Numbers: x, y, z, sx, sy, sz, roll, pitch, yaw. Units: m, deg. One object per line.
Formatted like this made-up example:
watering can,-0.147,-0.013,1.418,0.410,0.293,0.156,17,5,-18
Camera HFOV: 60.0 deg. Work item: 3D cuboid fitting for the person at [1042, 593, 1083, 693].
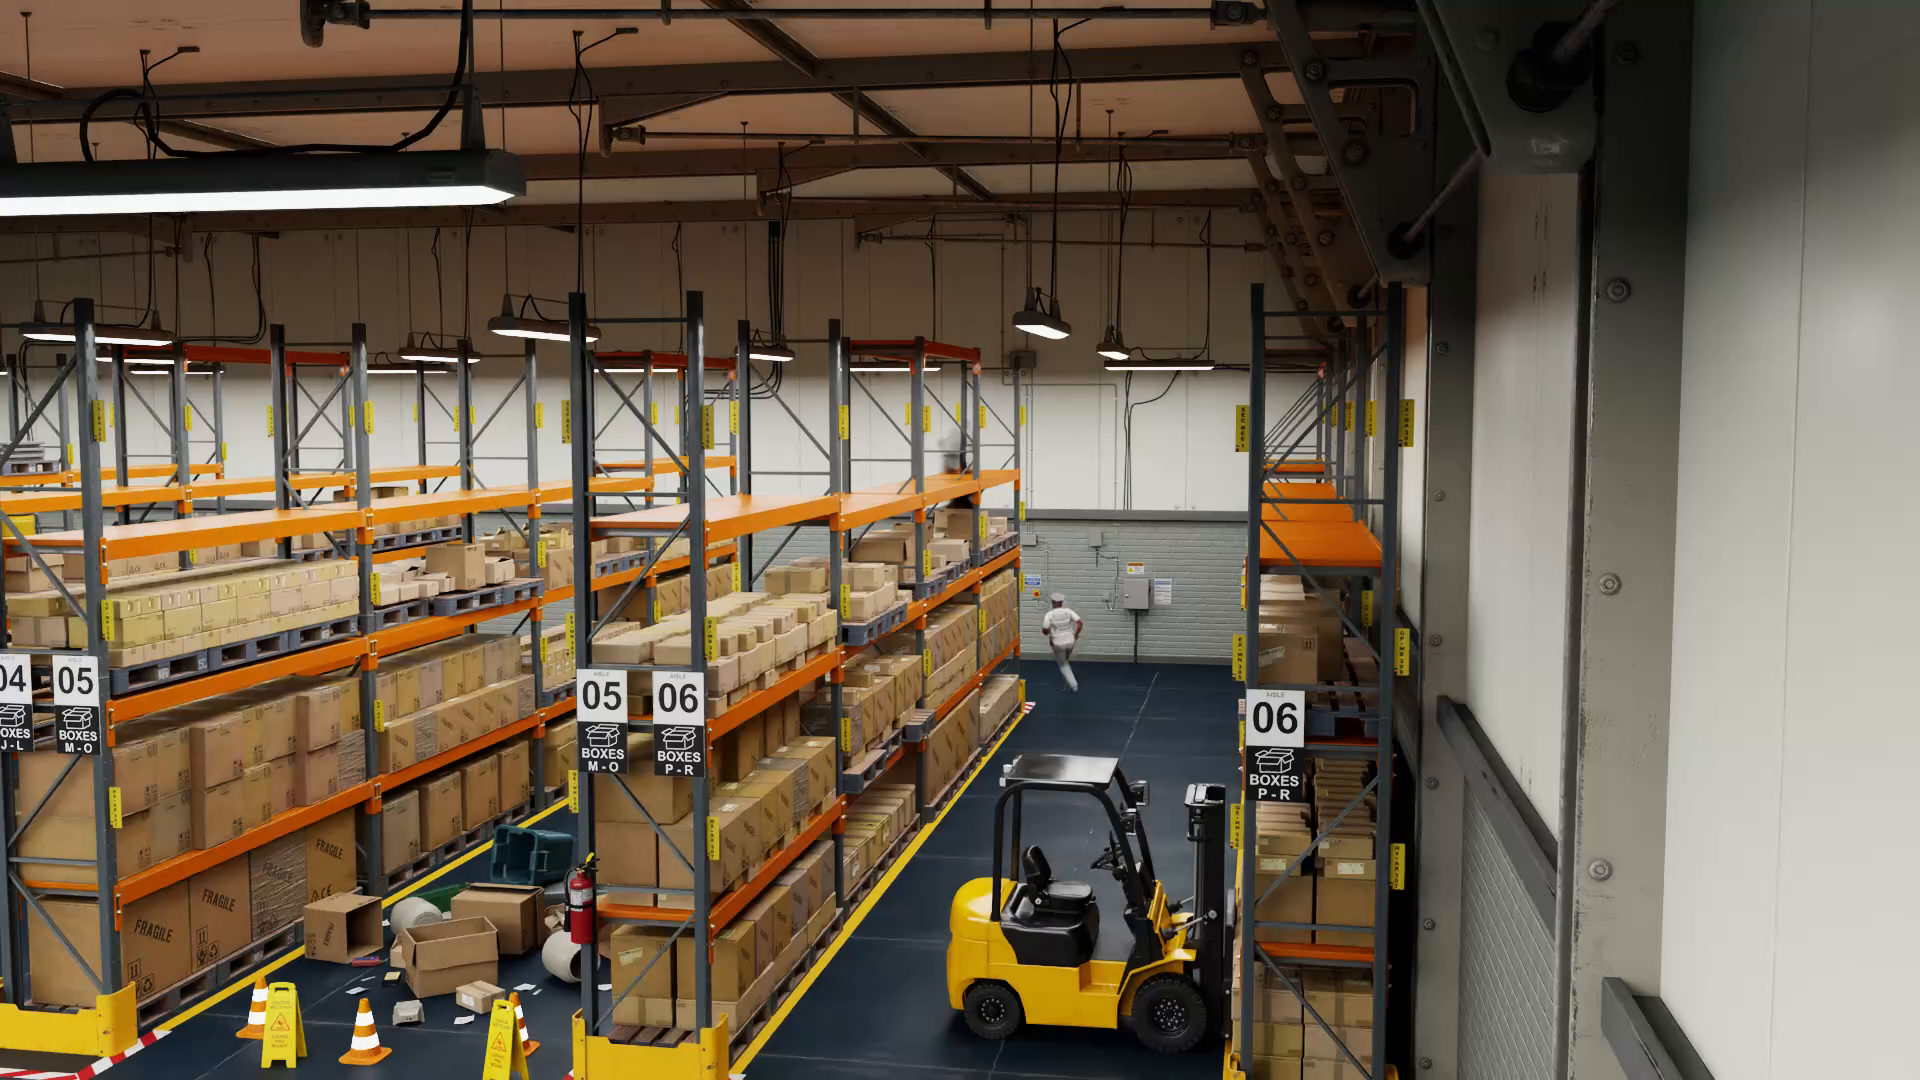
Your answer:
person,1.737,1.802,28.547,0.645,1.783,0.727,-2,5,-27
